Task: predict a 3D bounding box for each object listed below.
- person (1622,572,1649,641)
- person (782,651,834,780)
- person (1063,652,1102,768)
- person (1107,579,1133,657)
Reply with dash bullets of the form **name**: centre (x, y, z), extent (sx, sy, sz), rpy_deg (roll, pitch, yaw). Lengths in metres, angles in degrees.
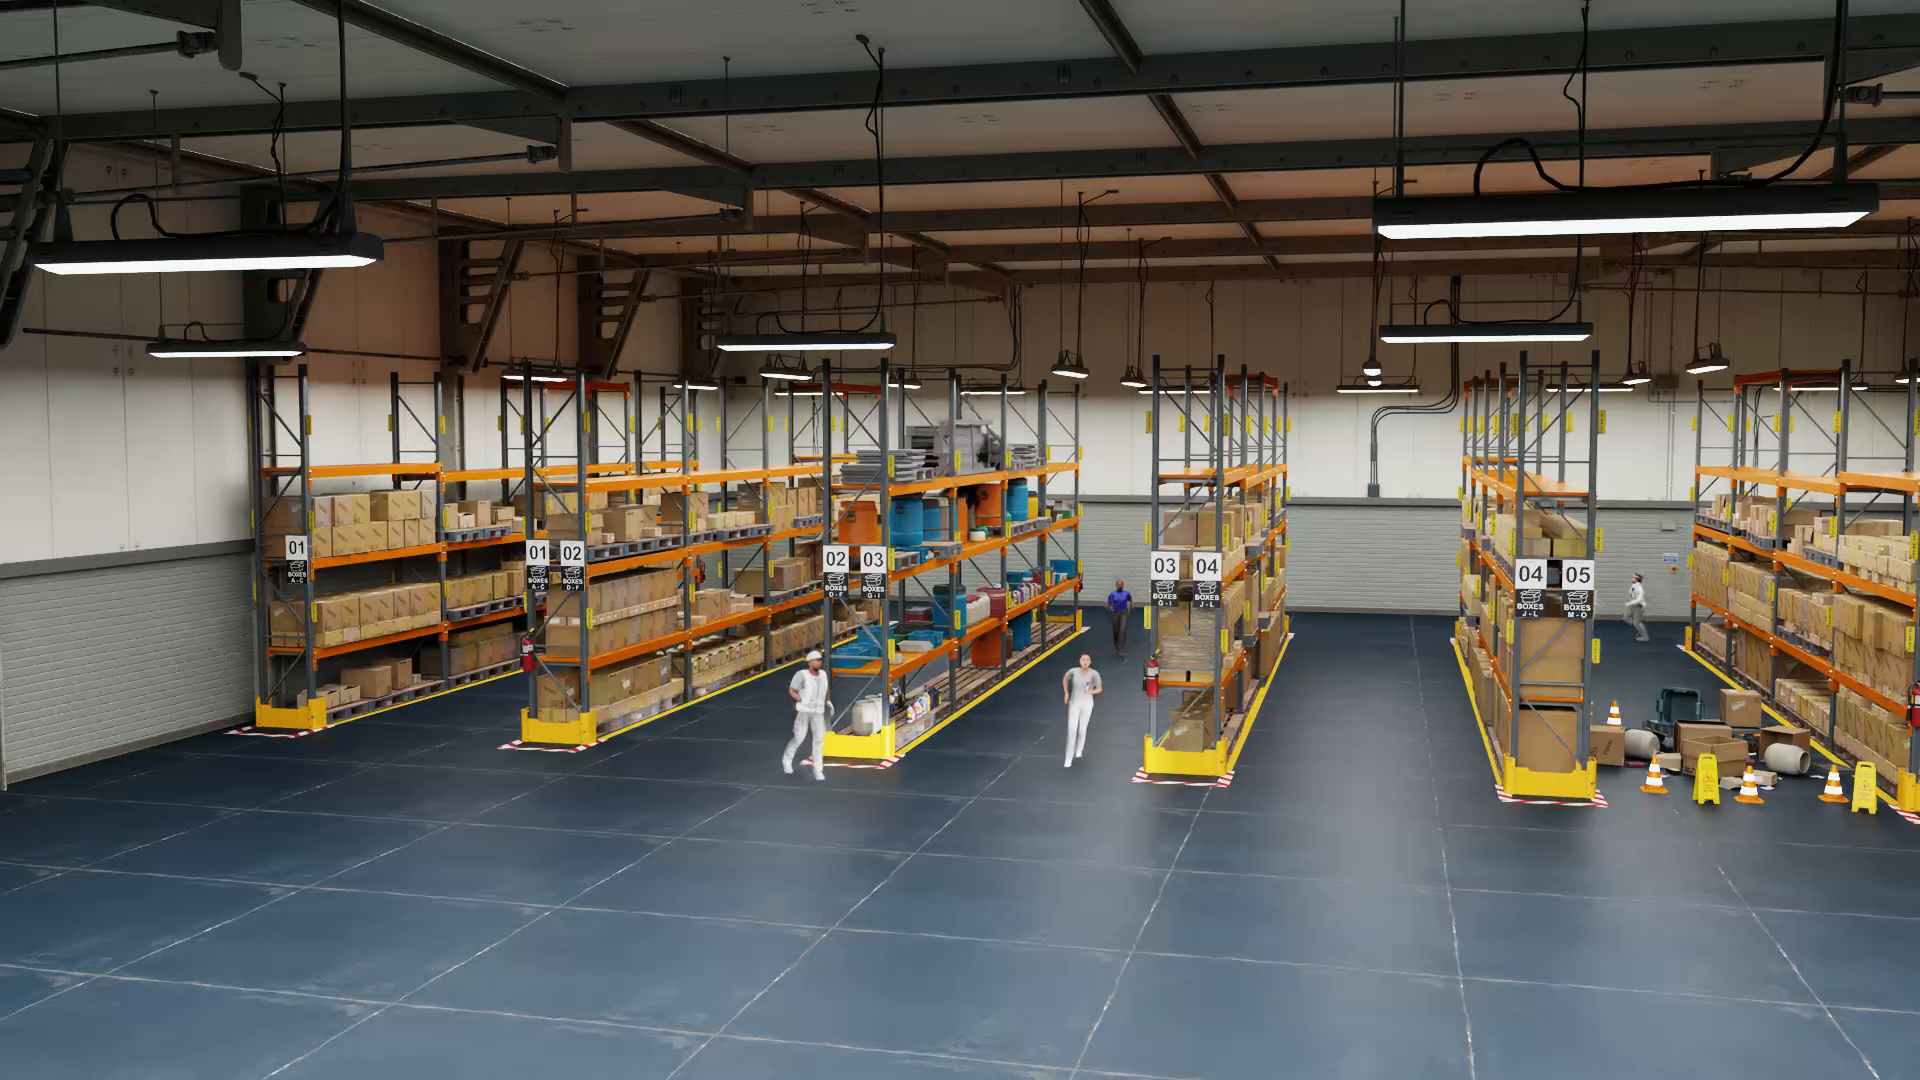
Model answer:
- **person**: centre (15.674, 1.530, 38.500), extent (0.604, 1.609, 0.565), rpy_deg (0, 4, 5)
- **person**: centre (-2.067, 2.466, 23.637), extent (0.742, 1.761, 0.888), rpy_deg (-3, 5, -34)
- **person**: centre (1.814, 2.486, 24.620), extent (0.573, 1.709, 0.789), rpy_deg (0, 4, 3)
- **person**: centre (3.495, 1.688, 36.348), extent (0.579, 1.659, 0.802), rpy_deg (0, 4, 4)
